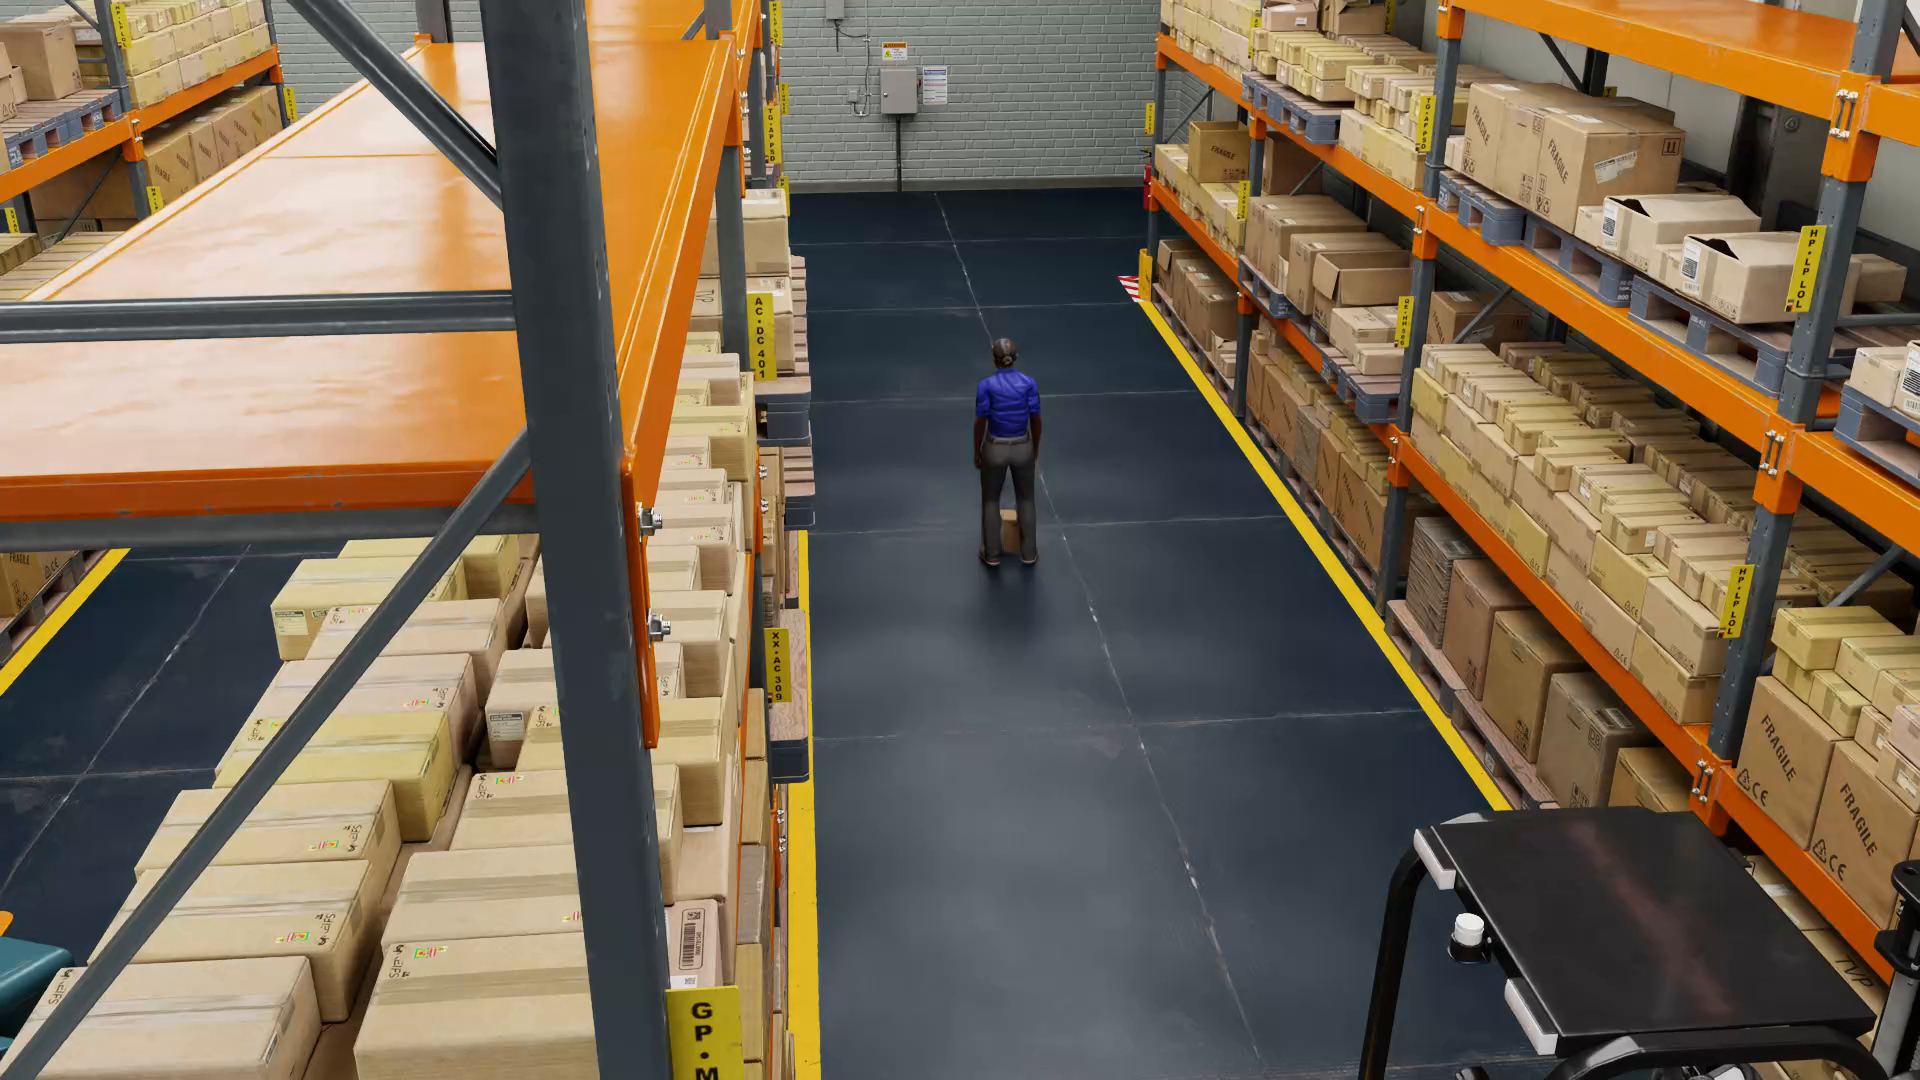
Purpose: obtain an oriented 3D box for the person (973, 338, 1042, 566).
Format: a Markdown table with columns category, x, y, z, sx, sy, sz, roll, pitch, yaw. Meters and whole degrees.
| category | x | y | z | sx | sy | sz | roll | pitch | yaw |
| --- | --- | --- | --- | --- | --- | --- | --- | --- | --- |
| person | 0.338 | -0.610 | 11.689 | 0.503 | 1.656 | 0.349 | -3 | 24 | -7 |
